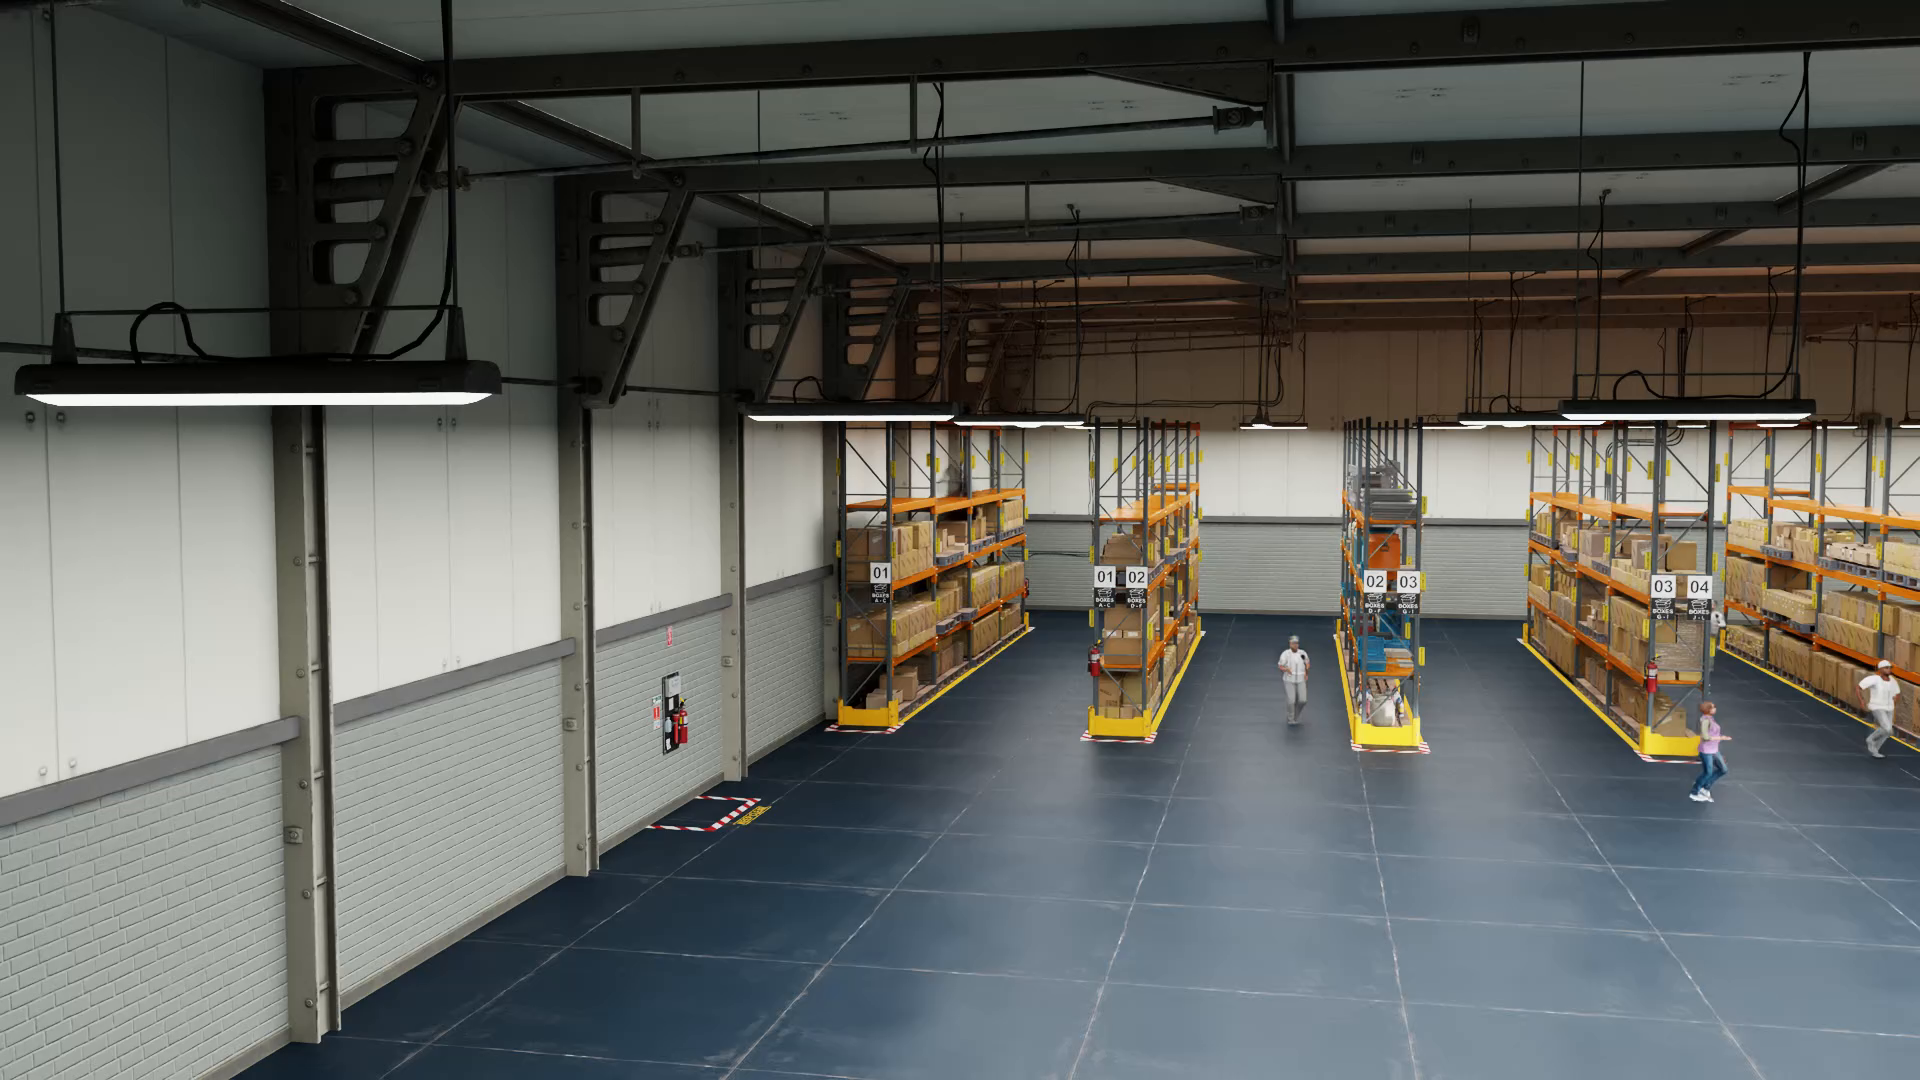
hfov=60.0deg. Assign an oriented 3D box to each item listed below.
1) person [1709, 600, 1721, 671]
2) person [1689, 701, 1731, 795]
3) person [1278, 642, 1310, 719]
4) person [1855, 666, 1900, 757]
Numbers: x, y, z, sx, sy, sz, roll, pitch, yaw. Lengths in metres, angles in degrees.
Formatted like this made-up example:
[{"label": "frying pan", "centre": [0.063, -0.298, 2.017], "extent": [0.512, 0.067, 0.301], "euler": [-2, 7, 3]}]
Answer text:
[{"label": "person", "centre": [18.044, 2.266, 39.917], "extent": [0.390, 1.678, 0.922], "euler": [1, 4, 16]}, {"label": "person", "centre": [11.573, 3.215, 25.615], "extent": [0.596, 1.481, 0.517], "euler": [3, 5, 39]}, {"label": "person", "centre": [6.545, 2.724, 32.412], "extent": [0.649, 1.603, 0.609], "euler": [0, 4, 0]}, {"label": "person", "centre": [16.192, 2.987, 29.193], "extent": [0.701, 1.672, 0.600], "euler": [-1, 4, -15]}]
